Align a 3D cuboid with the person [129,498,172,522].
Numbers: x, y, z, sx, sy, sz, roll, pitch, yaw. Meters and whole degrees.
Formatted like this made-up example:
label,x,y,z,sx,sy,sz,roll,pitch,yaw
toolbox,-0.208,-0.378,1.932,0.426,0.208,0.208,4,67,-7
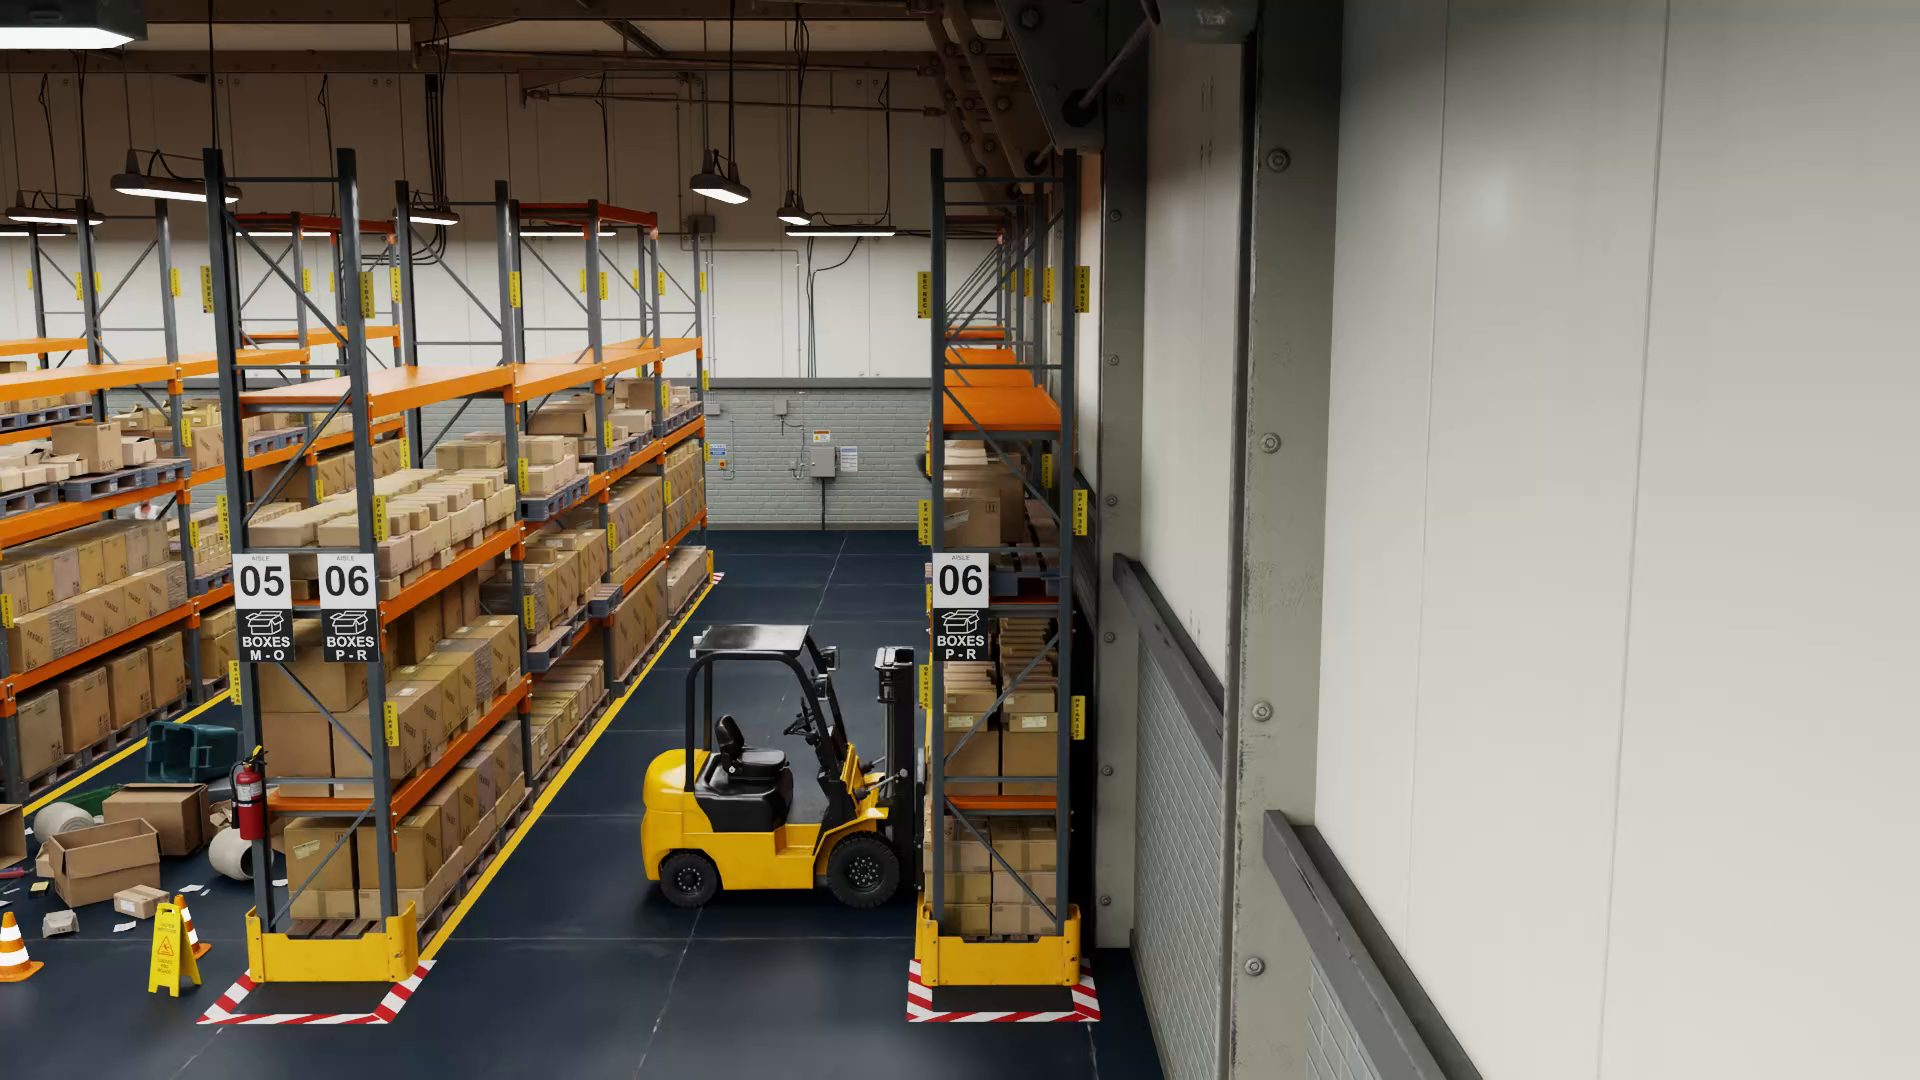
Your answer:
label,x,y,z,sx,sy,sz,roll,pitch,yaw
person,-13.042,0.043,26.829,0.695,1.732,0.651,-2,9,-10
